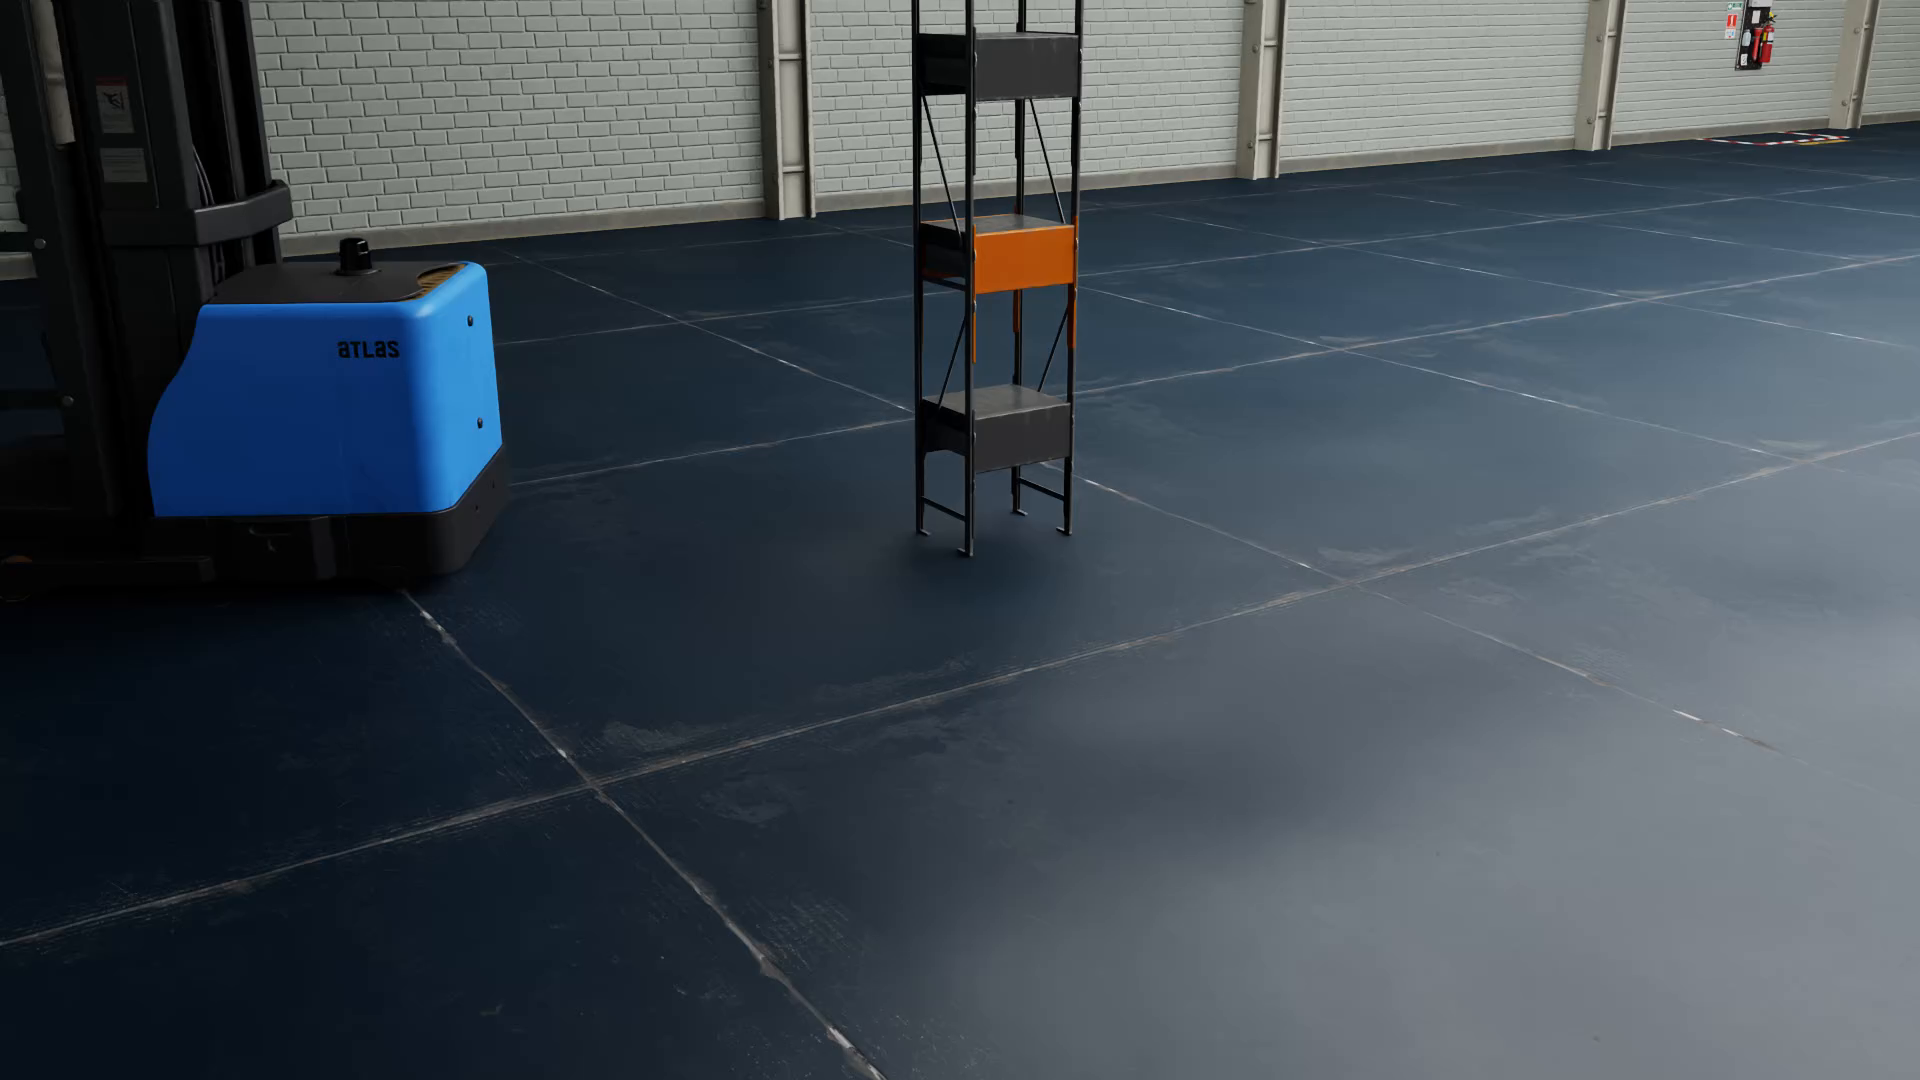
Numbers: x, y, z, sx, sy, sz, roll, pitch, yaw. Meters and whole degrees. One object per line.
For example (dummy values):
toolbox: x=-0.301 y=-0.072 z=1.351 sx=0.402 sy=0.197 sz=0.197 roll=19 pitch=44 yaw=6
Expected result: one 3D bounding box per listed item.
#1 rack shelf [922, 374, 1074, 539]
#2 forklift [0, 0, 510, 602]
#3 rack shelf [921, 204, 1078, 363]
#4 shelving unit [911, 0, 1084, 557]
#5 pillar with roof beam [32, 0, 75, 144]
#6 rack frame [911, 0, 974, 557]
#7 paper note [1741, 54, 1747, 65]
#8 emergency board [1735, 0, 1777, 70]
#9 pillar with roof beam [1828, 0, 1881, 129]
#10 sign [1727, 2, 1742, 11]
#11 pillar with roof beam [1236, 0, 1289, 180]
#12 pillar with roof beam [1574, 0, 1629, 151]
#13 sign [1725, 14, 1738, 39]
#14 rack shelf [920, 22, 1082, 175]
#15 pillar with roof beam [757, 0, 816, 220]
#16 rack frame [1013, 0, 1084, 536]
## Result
rack shelf: x=0.138 y=-0.348 z=6.723 sx=0.480 sy=0.518 sz=0.431 roll=-12 pitch=22 yaw=-31
forklift: x=-3.393 y=-1.333 z=6.110 sx=3.031 sy=2.935 sz=1.130 roll=-1 pitch=19 yaw=-3
rack shelf: x=0.138 y=-1.011 z=6.499 sx=0.480 sy=0.518 sz=0.431 roll=-12 pitch=22 yaw=-31
shelving unit: x=0.138 y=-1.024 z=6.495 sx=0.503 sy=2.100 sz=0.431 roll=-12 pitch=22 yaw=-31
pillar with roof beam: x=-4.264 y=-5.142 z=7.905 sx=0.400 sy=9.000 sz=9.100 roll=-12 pitch=22 yaw=-31
rack frame: x=-0.066 y=-0.981 z=6.368 sx=0.015 sy=2.100 sz=0.400 roll=-12 pitch=22 yaw=-31
paper note: x=11.142 y=-6.824 z=23.622 sx=0.142 sy=0.148 sz=0.016 roll=-12 pitch=22 yaw=-31
emergency board: x=11.328 y=-7.254 z=23.518 sx=0.643 sy=1.169 sz=0.194 roll=-12 pitch=22 yaw=-31
pillar with roof beam: x=15.780 y=-9.370 z=20.409 sx=0.400 sy=9.000 sz=9.100 roll=-12 pitch=22 yaw=-31
sign: x=10.818 y=-7.451 z=23.217 sx=0.331 sy=0.109 sz=0.001 roll=-12 pitch=22 yaw=-31
pillar with roof beam: x=5.758 y=-7.256 z=14.157 sx=0.400 sy=9.000 sz=9.100 roll=-12 pitch=22 yaw=-31
pillar with roof beam: x=10.769 y=-8.313 z=17.283 sx=0.400 sy=9.000 sz=9.100 roll=-12 pitch=22 yaw=-31
sign: x=10.809 y=-7.201 z=23.306 sx=0.234 sy=0.329 sz=0.001 roll=-12 pitch=22 yaw=-31
rack shelf: x=0.138 y=-1.674 z=6.275 sx=0.480 sy=0.518 sz=0.431 roll=-12 pitch=22 yaw=-31
pillar with roof beam: x=0.747 y=-6.199 z=11.031 sx=0.400 sy=9.000 sz=9.100 roll=-12 pitch=22 yaw=-31
rack frame: x=0.342 y=-1.067 z=6.622 sx=0.015 sy=2.100 sz=0.400 roll=-12 pitch=22 yaw=-31
